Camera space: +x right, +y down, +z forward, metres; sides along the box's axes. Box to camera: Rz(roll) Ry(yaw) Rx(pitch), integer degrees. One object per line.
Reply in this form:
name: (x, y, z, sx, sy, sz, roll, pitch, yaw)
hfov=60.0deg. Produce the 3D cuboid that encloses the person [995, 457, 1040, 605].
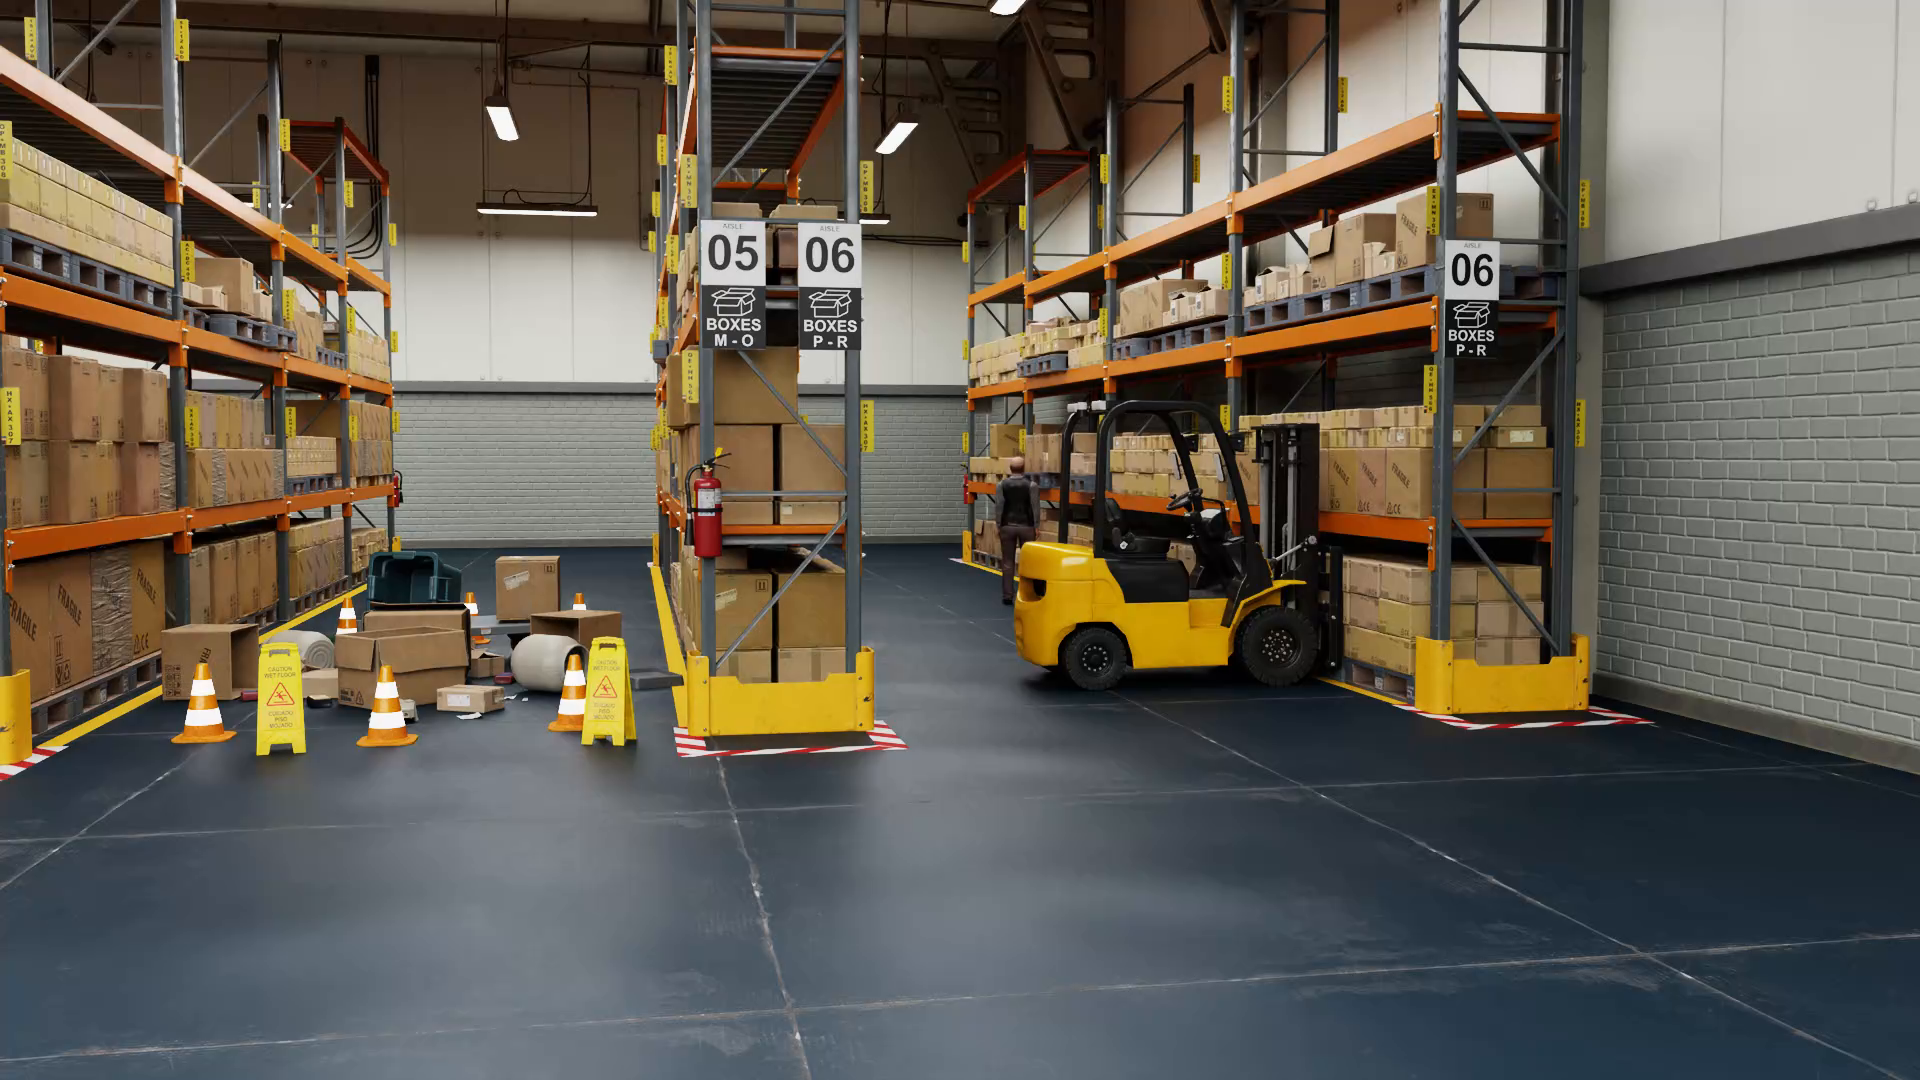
person: (0.673, -0.110, 19.414, 0.530, 1.725, 0.355, 0, 3, 6)
